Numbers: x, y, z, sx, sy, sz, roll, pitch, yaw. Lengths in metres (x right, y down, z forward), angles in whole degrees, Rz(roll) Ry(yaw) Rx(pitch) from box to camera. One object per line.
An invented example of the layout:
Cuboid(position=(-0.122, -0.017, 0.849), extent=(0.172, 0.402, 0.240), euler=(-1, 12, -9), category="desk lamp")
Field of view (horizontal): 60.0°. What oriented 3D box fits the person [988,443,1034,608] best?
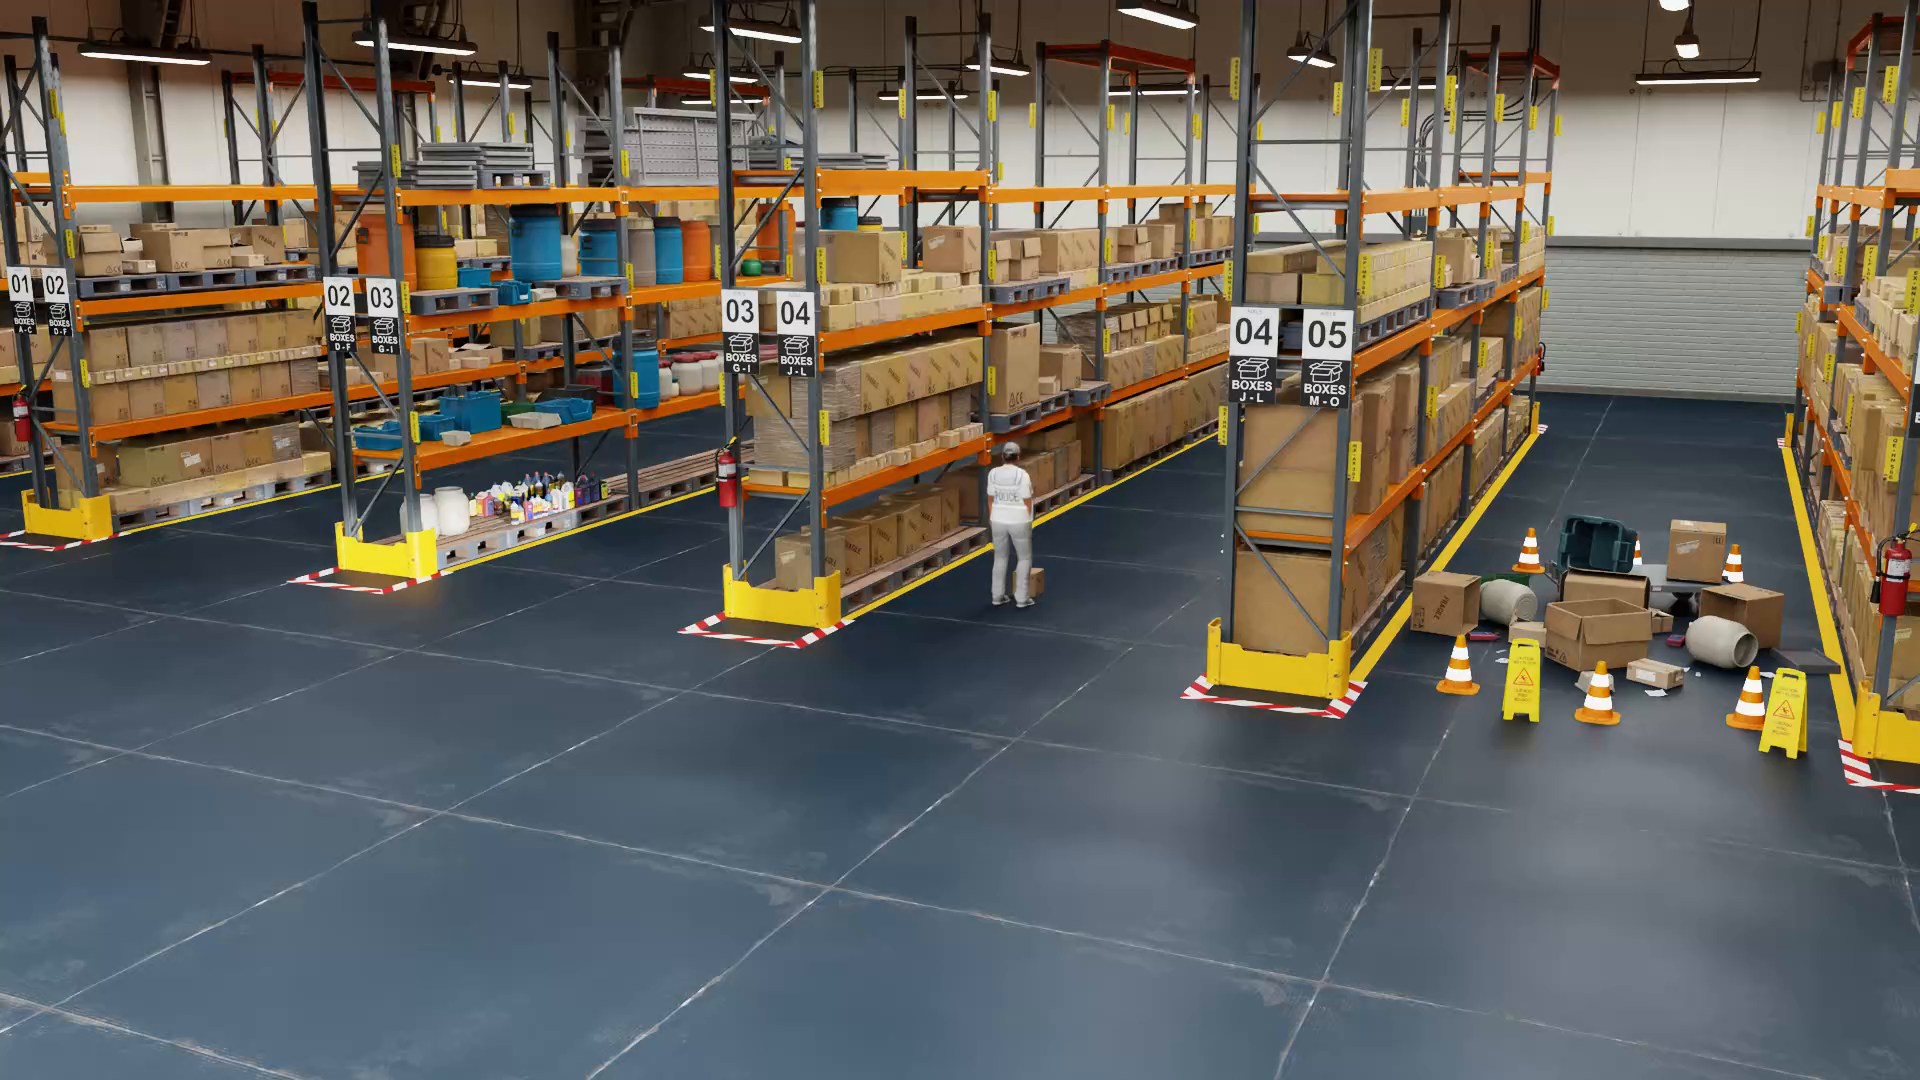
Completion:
Cuboid(position=(0.505, -0.150, 16.700), extent=(0.475, 1.652, 0.394), euler=(6, 14, 24), category="person")
